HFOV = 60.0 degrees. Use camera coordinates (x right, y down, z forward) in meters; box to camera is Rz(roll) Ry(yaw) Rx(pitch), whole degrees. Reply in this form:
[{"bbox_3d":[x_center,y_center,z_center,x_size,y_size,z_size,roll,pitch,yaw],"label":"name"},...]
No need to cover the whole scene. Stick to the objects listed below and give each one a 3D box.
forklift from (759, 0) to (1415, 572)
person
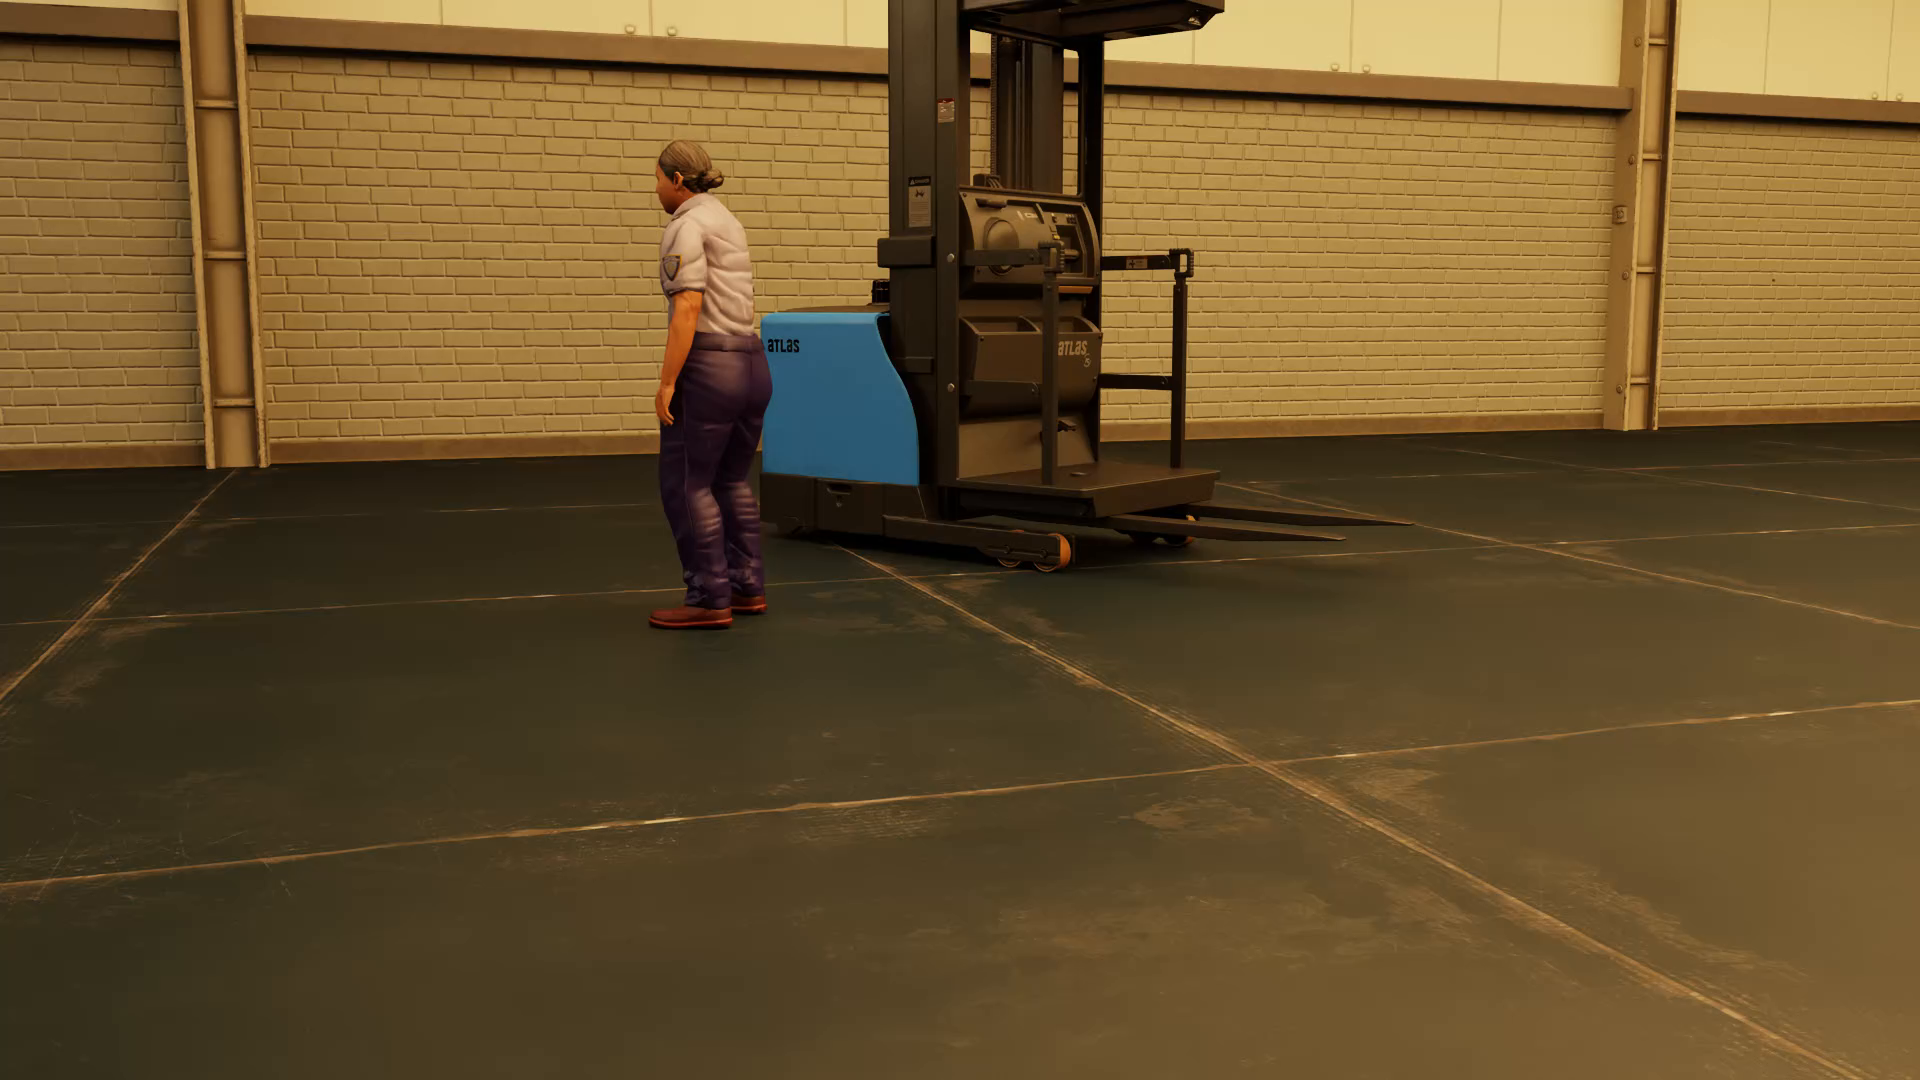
[{"bbox_3d":[0.484,-1.398,7.327,3.031,2.935,1.130,6,10,39],"label":"forklift"},{"bbox_3d":[-0.859,-0.535,5.732,0.366,1.652,0.562,3,8,19],"label":"person"}]
